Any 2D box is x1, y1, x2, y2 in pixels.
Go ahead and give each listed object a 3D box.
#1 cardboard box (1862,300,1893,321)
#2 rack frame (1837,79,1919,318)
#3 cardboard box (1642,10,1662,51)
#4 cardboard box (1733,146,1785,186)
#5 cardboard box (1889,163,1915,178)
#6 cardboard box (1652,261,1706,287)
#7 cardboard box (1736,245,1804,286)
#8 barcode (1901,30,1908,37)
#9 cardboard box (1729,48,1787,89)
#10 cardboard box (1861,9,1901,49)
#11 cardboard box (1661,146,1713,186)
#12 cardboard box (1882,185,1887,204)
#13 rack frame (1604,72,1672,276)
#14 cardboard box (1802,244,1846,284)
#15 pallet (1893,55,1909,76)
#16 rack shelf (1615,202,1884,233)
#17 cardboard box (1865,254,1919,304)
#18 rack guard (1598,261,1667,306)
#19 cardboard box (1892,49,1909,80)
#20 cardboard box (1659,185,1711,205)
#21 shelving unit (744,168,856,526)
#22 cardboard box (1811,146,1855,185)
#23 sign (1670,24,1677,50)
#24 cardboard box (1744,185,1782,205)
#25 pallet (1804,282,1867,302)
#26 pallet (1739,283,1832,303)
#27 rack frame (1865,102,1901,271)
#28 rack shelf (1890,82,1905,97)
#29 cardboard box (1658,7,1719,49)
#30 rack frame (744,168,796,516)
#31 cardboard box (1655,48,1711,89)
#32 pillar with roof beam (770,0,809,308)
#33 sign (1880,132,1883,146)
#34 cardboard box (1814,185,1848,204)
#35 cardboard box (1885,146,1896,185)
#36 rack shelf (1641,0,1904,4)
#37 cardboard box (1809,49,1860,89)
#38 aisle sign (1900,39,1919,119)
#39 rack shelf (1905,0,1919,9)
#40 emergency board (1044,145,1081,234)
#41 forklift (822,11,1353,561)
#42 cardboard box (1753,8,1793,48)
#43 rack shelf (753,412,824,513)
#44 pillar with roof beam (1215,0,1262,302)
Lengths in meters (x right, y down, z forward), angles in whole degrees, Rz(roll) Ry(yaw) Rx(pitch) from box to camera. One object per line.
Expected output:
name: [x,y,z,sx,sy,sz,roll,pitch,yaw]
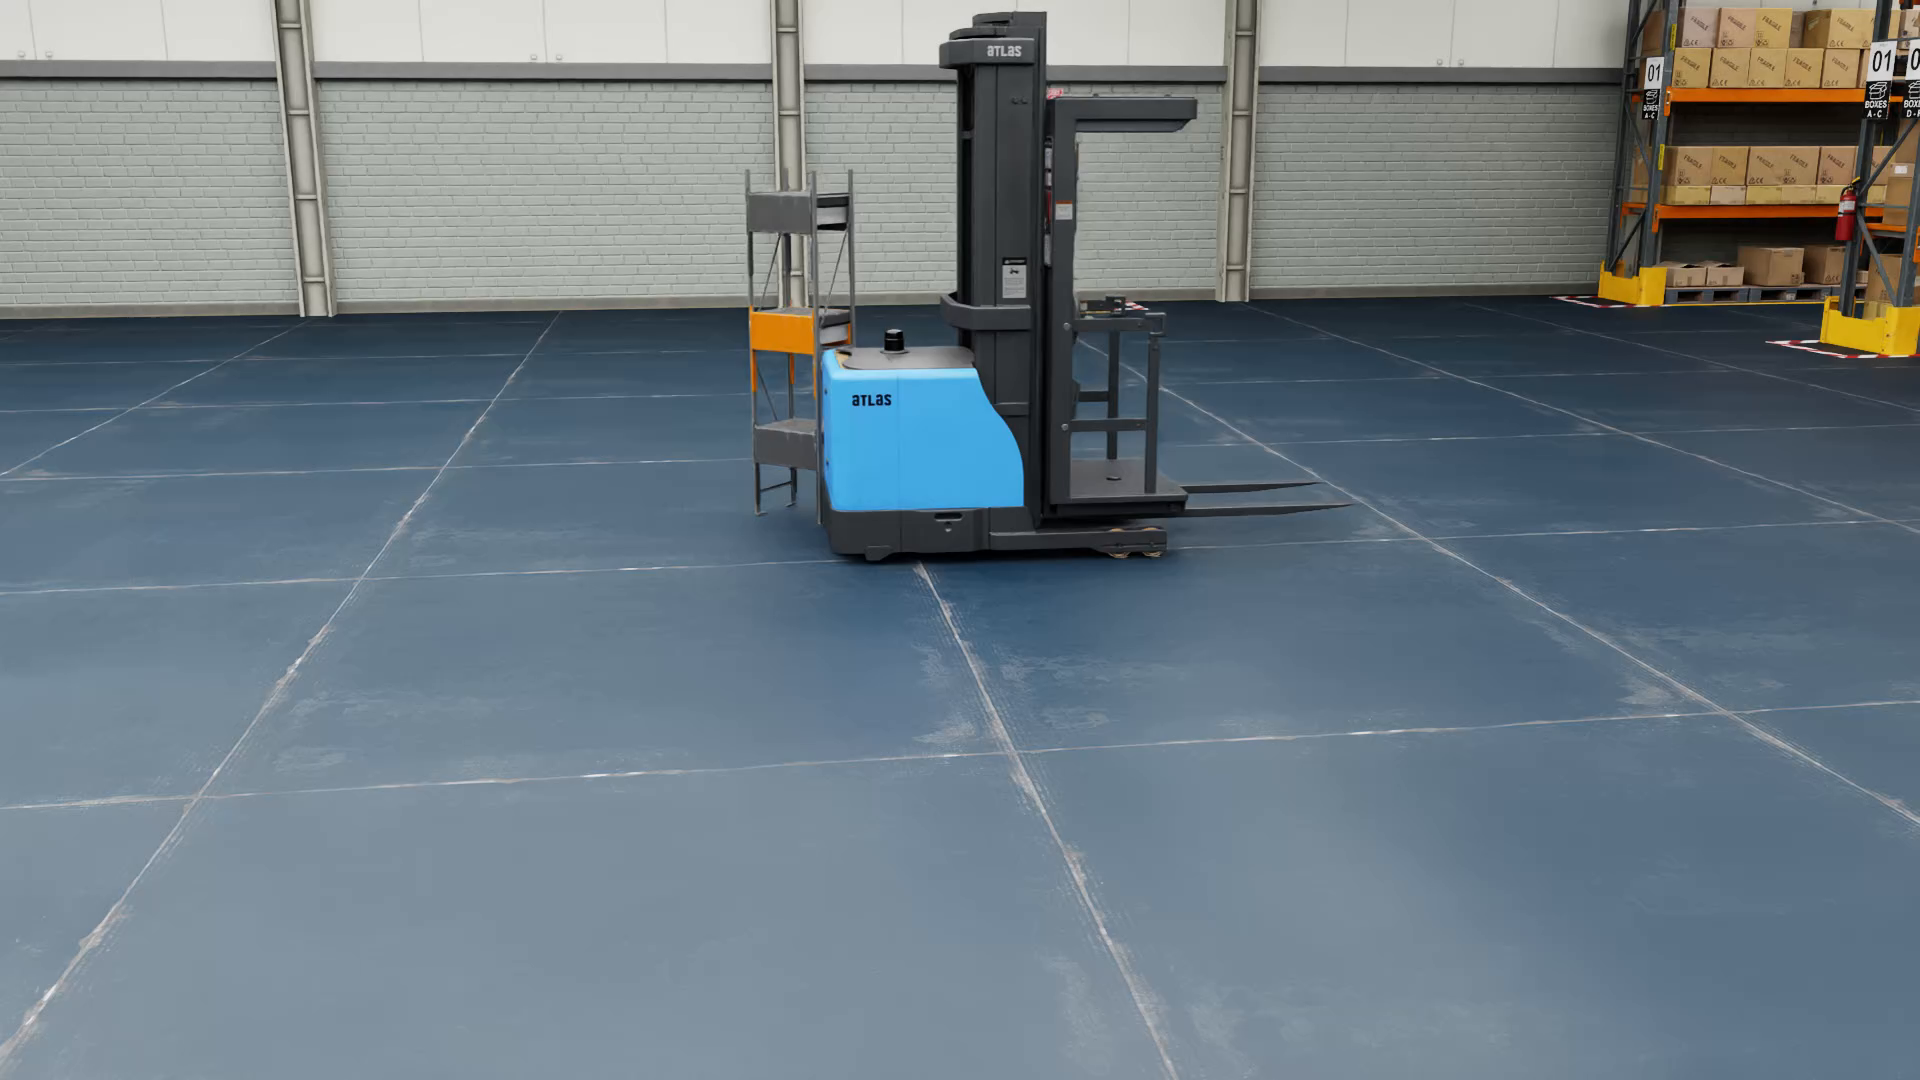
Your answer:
cardboard box: [10.330,-2.497,18.300,0.500,0.250,0.500,-2,14,-8]
rack frame: [9.844,-3.536,17.656,0.127,3.000,1.000,-2,14,-8]
cardboard box: [9.490,-6.804,22.218,0.500,0.500,0.500,-1,14,-6]
cardboard box: [10.621,-5.006,22.242,0.500,0.500,0.500,-3,14,-10]
cardboard box: [10.193,-3.959,17.803,0.250,0.149,0.380,-2,14,-9]
cardboard box: [9.800,-3.640,22.694,0.500,0.311,0.500,-4,15,-15]
cardboard box: [11.096,-3.767,22.811,0.500,0.500,0.700,-3,14,-12]
barcode: [10.070,-5.400,17.726,0.075,0.075,0.001,-2,14,-8]
cardboard box: [10.519,-6.223,21.958,0.500,0.500,0.500,-1,14,-6]
cardboard box: [12.059,-6.765,22.061,0.500,0.500,0.500,-1,14,-5]
cardboard box: [9.619,-4.973,22.112,0.500,0.500,0.500,-2,14,-8]
cardboard box: [12.634,-4.719,22.641,0.500,0.250,0.500,-2,14,-8]
rack frame: [9.102,-4.728,22.406,0.127,3.000,1.000,-2,14,-8]
cardboard box: [12.037,-3.826,23.047,0.500,0.500,0.500,-3,14,-13]
pallet: [10.547,-4.968,17.379,1.213,0.211,1.003,-2,14,-8]
rack shelf: [11.080,-4.451,22.783,4.000,0.370,1.077,-2,14,-8]
cardboard box: [10.330,-2.861,18.211,0.500,0.500,0.500,-2,14,-8]
rack guard: [9.177,-3.518,22.721,0.348,0.500,1.175,-2,14,-8]
cardboard box: [12.593,-6.308,22.294,0.500,0.500,0.500,-2,14,-7]
cardboard box: [9.632,-4.606,22.188,0.500,0.250,0.500,-3,14,-10]
shelving unit: [-0.954,-1.179,10.106,0.503,2.100,0.431,9,17,31]
cardboard box: [11.644,-5.047,22.404,0.500,0.500,0.500,-3,14,-10]
sign: [9.183,-6.476,21.415,0.005,0.325,0.100,-2,14,-8]
cardboard box: [10.648,-4.645,22.345,0.500,0.250,0.500,-2,14,-9]
pallet: [12.399,-3.487,23.193,1.213,0.211,1.003,-2,14,-8]
pallet: [11.190,-3.442,23.013,1.213,0.211,1.003,-2,14,-8]
rack frame: [13.058,-4.873,22.984,0.127,3.000,1.000,-2,14,-8]
rack shelf: [11.822,-4.715,17.667,4.000,0.370,1.077,-2,14,-8]
cardboard box: [9.519,-6.681,21.728,0.500,0.500,0.500,-3,14,-12]
rack frame: [-1.160,-1.210,10.232,0.015,2.100,0.400,9,17,31]
cardboard box: [9.470,-6.193,21.835,0.500,0.500,0.500,-2,14,-7]
pillar with roof beam: [-1.559,-6.400,16.744,0.400,9.000,9.100,-2,14,-8]
sign: [12.971,-5.568,23.375,0.005,0.325,0.100,-2,14,-8]
cardboard box: [11.645,-4.681,22.489,0.500,0.250,0.500,-2,14,-9]
cardboard box: [12.636,-5.082,22.544,0.500,0.500,0.500,-2,14,-8]
rack shelf: [11.080,-7.359,22.053,4.000,0.370,1.077,-2,14,-8]
cardboard box: [11.551,-6.263,22.118,0.500,0.500,0.500,-3,14,-11]
aisle sign: [9.825,-4.721,17.036,0.004,0.787,0.394,-2,14,-8]
rack shelf: [15.035,-7.312,22.680,4.000,0.370,1.077,-2,14,-8]
emergency board: [1.283,-4.663,22.150,0.643,1.169,0.194,-2,14,-8]
forklift: [0.735,-1.445,9.458,3.031,2.935,1.130,-2,14,-7]
cardboard box: [10.528,-6.709,21.837,0.500,0.500,0.500,-2,14,-7]
rack shelf: [-0.954,-0.487,10.279,0.480,0.518,0.431,9,17,31]
pillar with roof beam: [4.374,-6.618,17.611,0.400,9.000,9.100,-2,14,-8]
